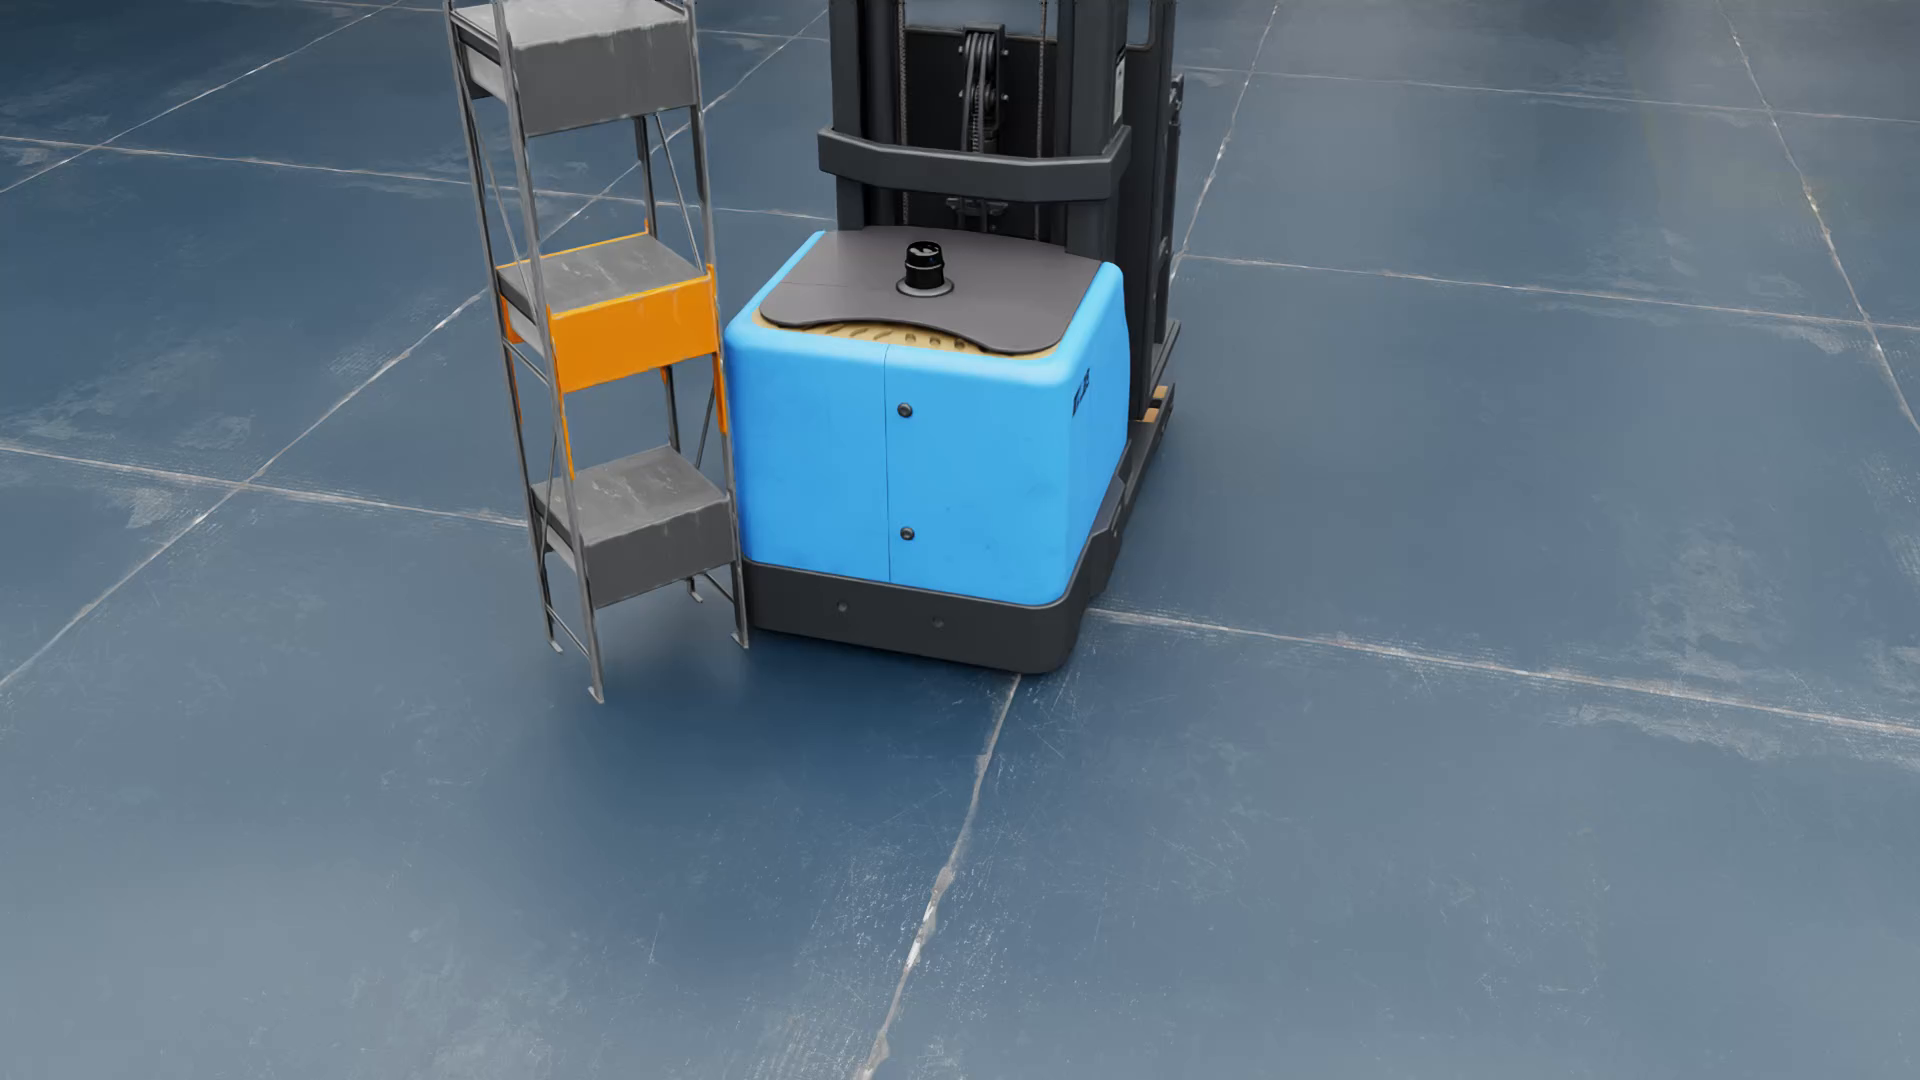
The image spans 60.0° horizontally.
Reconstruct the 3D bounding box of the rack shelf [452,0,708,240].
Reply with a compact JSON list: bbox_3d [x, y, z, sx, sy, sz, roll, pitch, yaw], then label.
[{"bbox_3d":[-0.982,-1.135,4.299,0.480,0.518,0.431,-20,38,-29],"label":"rack shelf"}]

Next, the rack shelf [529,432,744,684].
[{"bbox_3d":[-0.982,0.046,5.050,0.480,0.518,0.431,-20,38,-29],"label":"rack shelf"}]

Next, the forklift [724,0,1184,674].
[{"bbox_3d":[0.203,-1.619,5.565,1.130,2.935,3.031,9,33,13],"label":"forklift"}]

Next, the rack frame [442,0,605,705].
[{"bbox_3d":[-1.183,-0.482,4.550,0.015,2.100,0.400,-20,38,-29],"label":"rack frame"}]

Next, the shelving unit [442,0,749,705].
[{"bbox_3d":[-0.982,-0.556,4.667,0.503,2.100,0.431,-20,38,-29],"label":"shelving unit"}]

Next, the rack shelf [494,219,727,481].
[{"bbox_3d":[-0.982,-0.544,4.674,0.480,0.518,0.431,-20,38,-29],"label":"rack shelf"}]

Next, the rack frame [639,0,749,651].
[{"bbox_3d":[-0.781,-0.630,4.784,0.015,2.100,0.400,-20,38,-29],"label":"rack frame"}]
